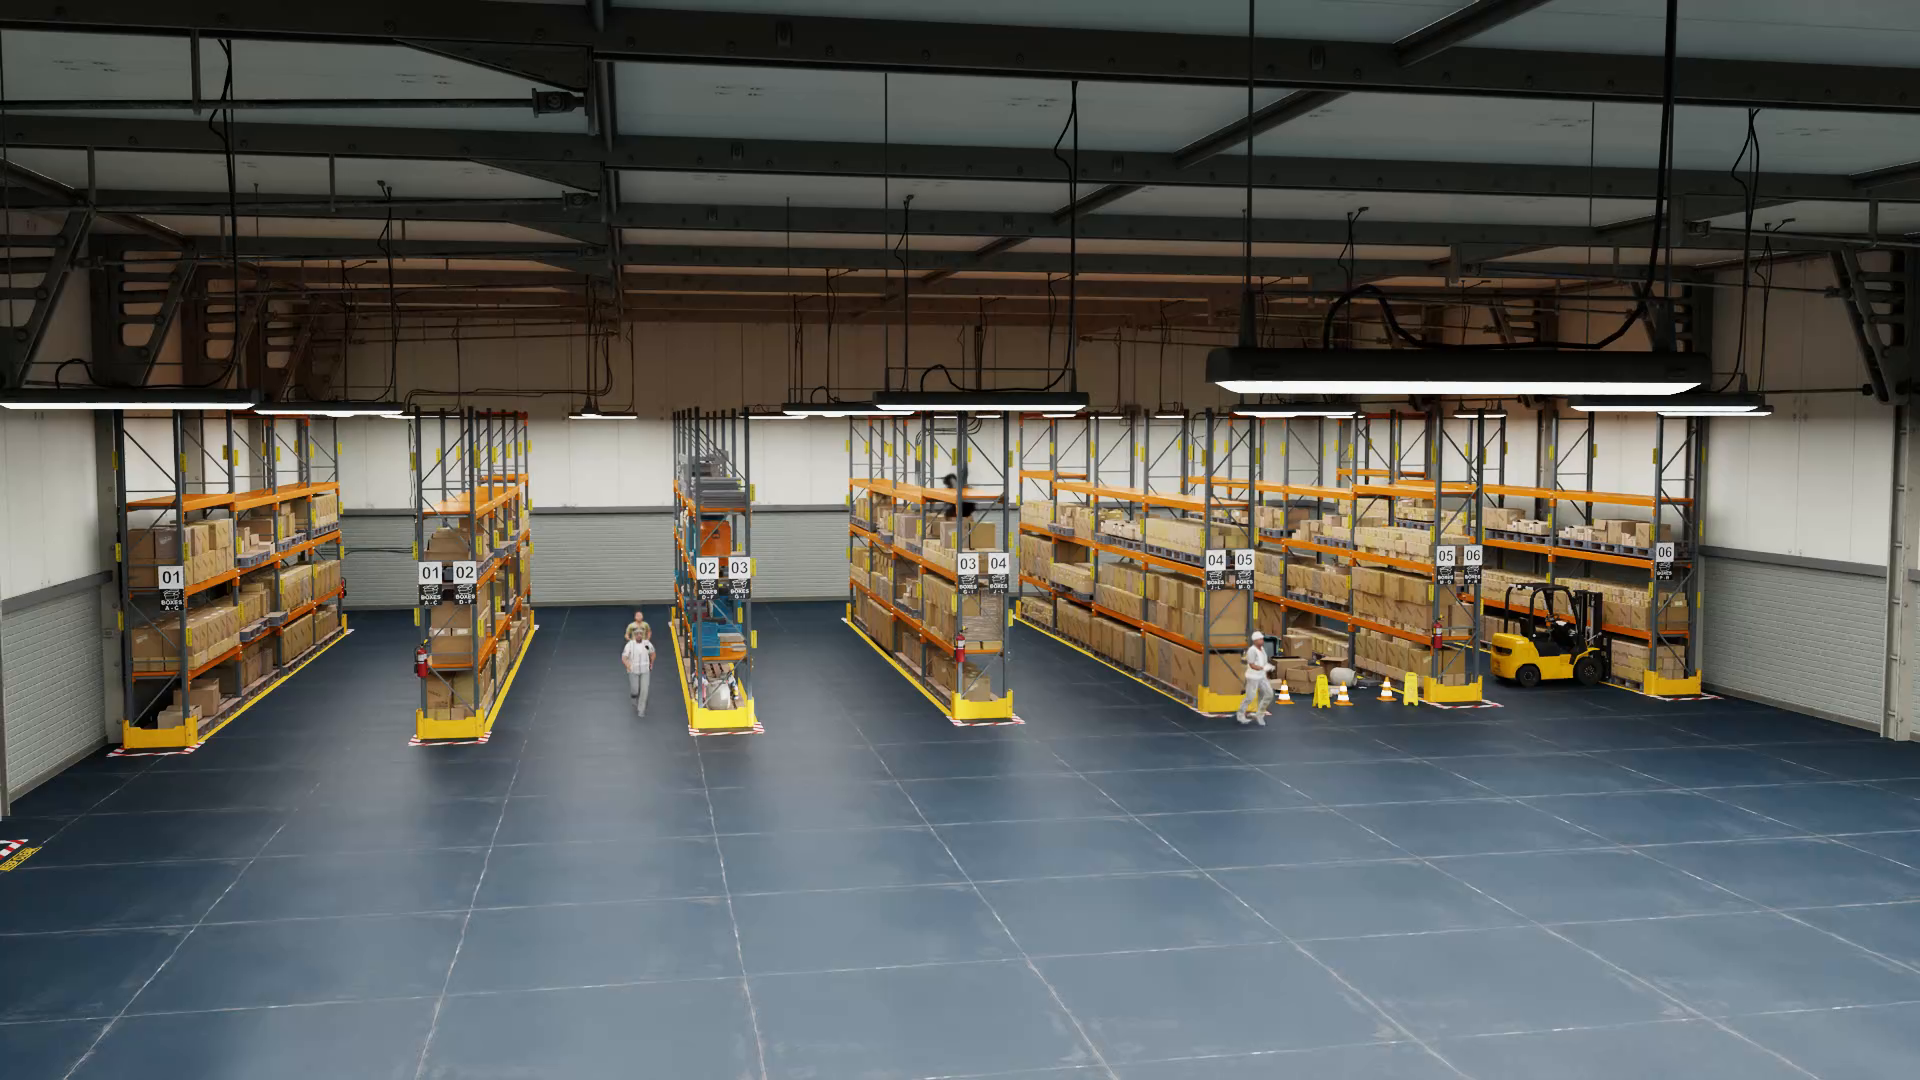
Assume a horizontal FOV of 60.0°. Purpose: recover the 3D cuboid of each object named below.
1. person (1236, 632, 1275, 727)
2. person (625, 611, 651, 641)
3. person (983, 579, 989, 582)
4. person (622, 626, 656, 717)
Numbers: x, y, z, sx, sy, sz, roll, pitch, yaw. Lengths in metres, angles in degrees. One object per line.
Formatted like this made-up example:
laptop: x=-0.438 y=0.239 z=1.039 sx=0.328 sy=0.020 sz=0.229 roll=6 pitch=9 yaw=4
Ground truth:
person: x=5.592 y=2.615 z=31.235 sx=0.819 sy=1.806 sz=0.657 roll=3 pitch=5 yaw=40
person: x=-6.977 y=2.347 z=36.149 sx=0.581 sy=1.645 sz=0.755 roll=-2 pitch=4 yaw=-21
person: x=0.605 y=1.492 z=47.438 sx=0.679 sy=1.712 sz=0.960 roll=-1 pitch=4 yaw=-7
person: x=-6.246 y=2.544 z=32.436 sx=0.663 sy=1.746 sz=0.798 roll=-1 pitch=4 yaw=-17
